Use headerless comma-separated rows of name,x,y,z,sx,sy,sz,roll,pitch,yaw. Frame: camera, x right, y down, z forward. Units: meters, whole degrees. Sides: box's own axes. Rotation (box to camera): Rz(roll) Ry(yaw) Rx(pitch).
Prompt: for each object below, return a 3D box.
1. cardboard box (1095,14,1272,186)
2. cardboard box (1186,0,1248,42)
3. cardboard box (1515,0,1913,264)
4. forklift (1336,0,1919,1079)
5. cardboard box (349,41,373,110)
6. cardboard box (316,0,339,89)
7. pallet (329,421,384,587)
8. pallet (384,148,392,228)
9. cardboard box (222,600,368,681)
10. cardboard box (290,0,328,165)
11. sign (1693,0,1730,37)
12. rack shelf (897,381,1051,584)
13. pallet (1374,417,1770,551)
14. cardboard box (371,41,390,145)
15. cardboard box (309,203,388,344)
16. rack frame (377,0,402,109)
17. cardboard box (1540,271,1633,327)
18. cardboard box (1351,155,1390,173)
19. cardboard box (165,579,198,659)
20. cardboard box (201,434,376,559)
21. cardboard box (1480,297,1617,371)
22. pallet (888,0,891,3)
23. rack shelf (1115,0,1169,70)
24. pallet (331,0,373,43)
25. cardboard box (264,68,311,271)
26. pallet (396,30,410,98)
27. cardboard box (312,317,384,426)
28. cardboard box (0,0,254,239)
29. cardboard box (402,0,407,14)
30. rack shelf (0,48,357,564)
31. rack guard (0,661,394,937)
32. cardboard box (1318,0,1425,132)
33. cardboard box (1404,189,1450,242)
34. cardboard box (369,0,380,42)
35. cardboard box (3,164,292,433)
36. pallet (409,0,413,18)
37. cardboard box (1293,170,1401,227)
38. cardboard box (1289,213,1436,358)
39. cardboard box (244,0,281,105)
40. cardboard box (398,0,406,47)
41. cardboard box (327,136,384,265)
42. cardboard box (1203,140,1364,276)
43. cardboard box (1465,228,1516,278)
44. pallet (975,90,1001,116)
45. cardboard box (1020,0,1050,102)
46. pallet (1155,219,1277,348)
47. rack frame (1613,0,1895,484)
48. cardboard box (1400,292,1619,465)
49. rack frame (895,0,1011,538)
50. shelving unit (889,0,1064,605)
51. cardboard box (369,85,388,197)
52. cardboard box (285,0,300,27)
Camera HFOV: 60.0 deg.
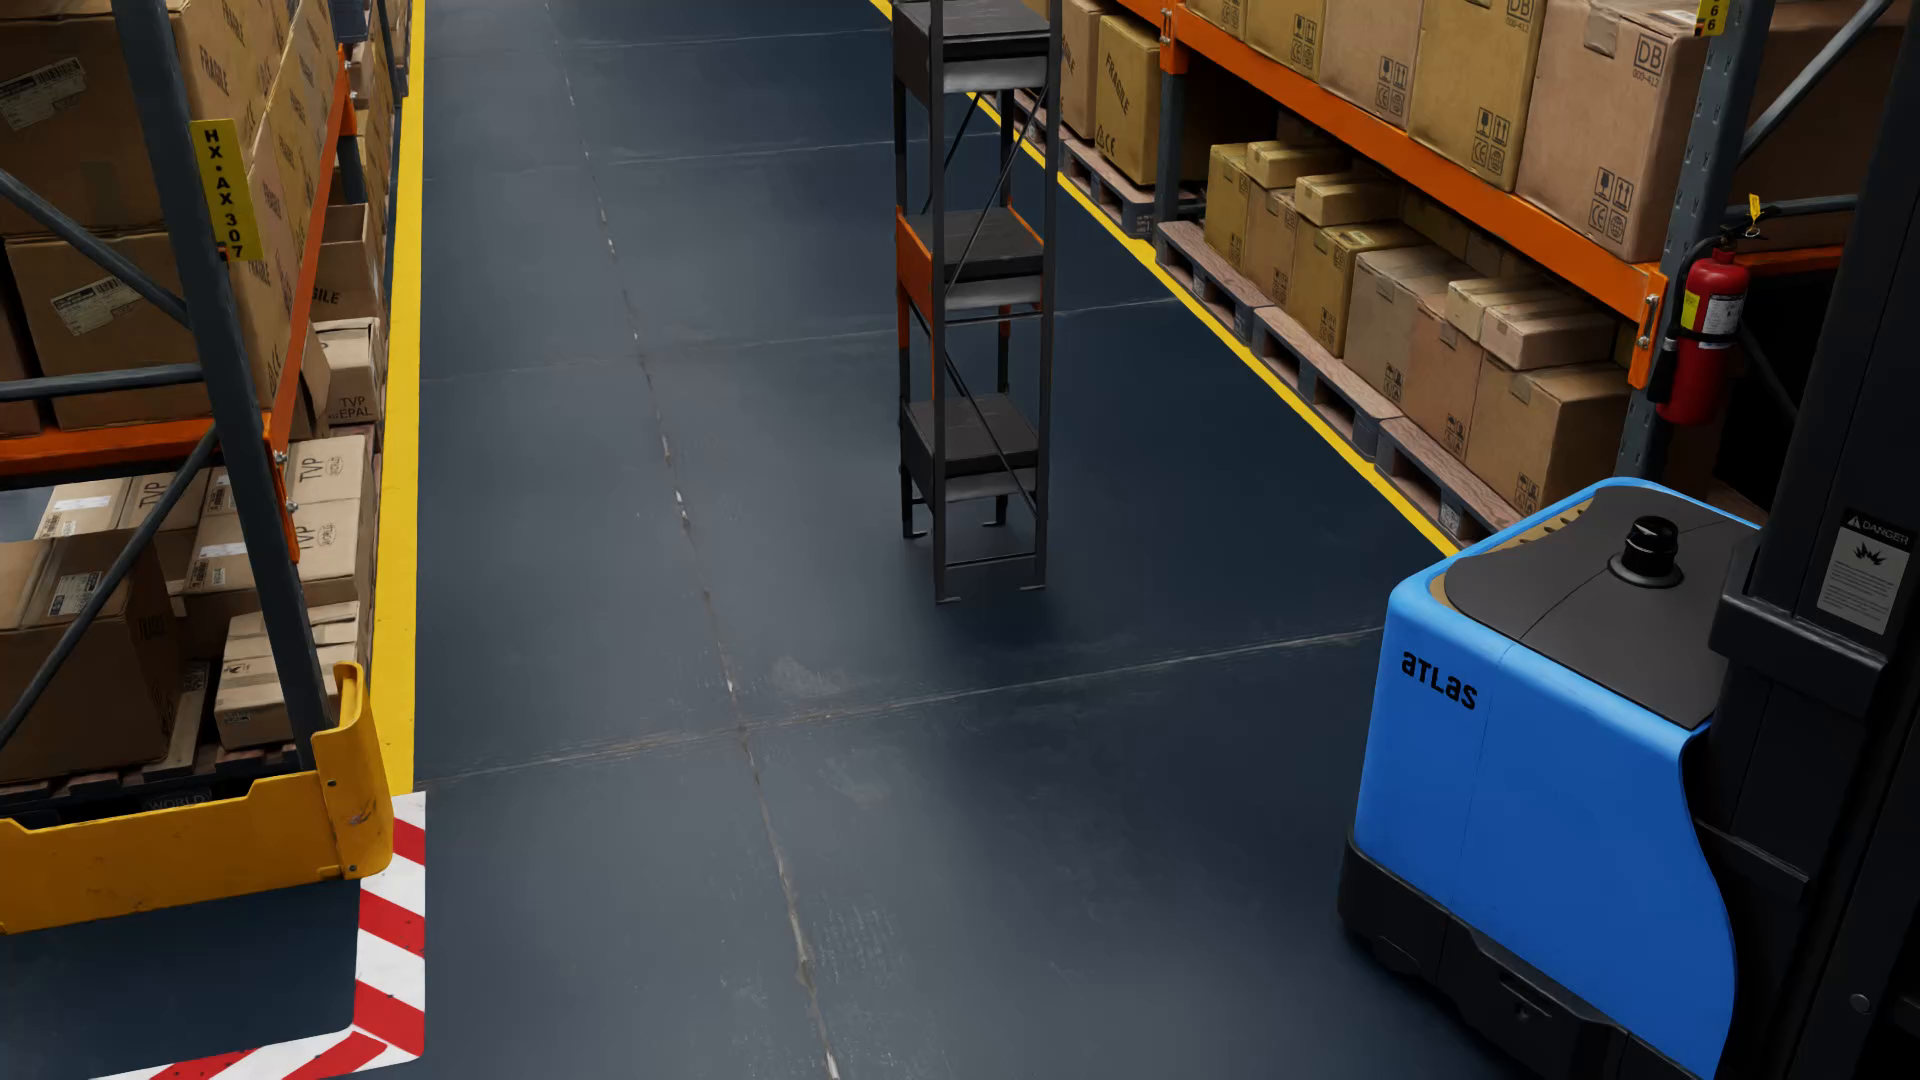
cardboard box,1.238,-2.478,9.263,0.750,0.750,0.750,-7,31,-13
cardboard box,1.664,-2.795,7.786,0.980,0.700,0.700,-7,31,-13
cardboard box,2.453,-1.373,5.328,0.980,0.700,0.700,-6,31,-11
forklift,2.306,0.199,2.980,1.130,2.935,3.031,-22,36,-32
cardboard box,-3.398,-2.451,8.798,0.500,0.250,0.500,-8,31,-13
cardboard box,-2.859,-2.105,6.793,0.500,0.500,0.500,-7,31,-12
pallet,-2.730,-0.140,6.282,1.003,0.211,1.213,-8,31,-13
pallet,-3.819,-2.040,9.565,1.003,0.211,1.213,-8,31,-13
cardboard box,-2.024,0.330,5.075,0.380,0.166,0.250,-8,31,-13
cardboard box,-2.582,-1.609,5.935,0.500,0.500,0.500,-7,31,-12
sign,2.071,-1.536,4.517,0.100,0.325,0.005,-8,31,-13
rack shelf,0.044,-0.211,5.943,0.431,0.518,0.480,-8,31,-13
pallet,2.310,-0.167,6.327,1.003,0.211,1.213,-8,31,-13
cardboard box,-3.689,-2.639,9.872,0.500,0.500,0.500,-9,31,-15
cardboard box,-2.814,-1.140,7.282,0.500,0.500,0.500,-8,31,-13
rack frame,-4.301,-4.201,10.514,1.000,3.000,0.127,-8,31,-13
cardboard box,2.406,-0.914,6.263,0.380,0.149,0.250,-8,31,-13
cardboard box,2.001,-1.651,7.536,0.380,0.149,0.250,-9,31,-15
cardboard box,-2.580,0.261,5.194,0.380,0.166,0.250,-8,31,-13
cardboard box,-2.314,-0.121,5.770,0.500,0.250,0.500,-8,31,-13
cardboard box,2.106,-0.741,5.964,0.380,0.149,0.250,-8,31,-14
pallet,-0.052,-4.620,14.022,1.003,0.211,1.213,-8,31,-13
rack shelf,1.005,-3.584,10.166,1.077,0.370,4.000,-8,31,-13
pallet,-3.346,-2.587,7.916,1.003,0.211,1.213,-8,31,-13
cardboard box,-2.313,-1.121,5.093,0.500,0.500,0.500,-8,31,-13
pallet,-4.482,-3.397,11.908,1.003,0.211,1.213,-8,31,-13
cardboard box,-2.615,-0.696,6.703,0.500,0.311,0.500,-8,31,-13
cardboard box,-2.041,-1.063,3.994,0.500,0.500,0.500,-7,31,-12
cardboard box,-4.570,-4.226,12.882,0.500,0.250,0.500,-7,31,-12
rack shelf,-2.708,-0.992,5.688,1.077,0.370,4.000,-8,31,-13
rack guard,-2.198,0.708,4.528,1.175,0.500,0.348,-8,31,-13
cardboard box,2.055,-2.092,6.570,0.980,0.700,0.700,-9,31,-16
cardboard box,2.136,-1.404,7.110,0.380,0.149,0.250,-8,31,-14
cardboard box,-3.807,-3.187,10.070,0.500,0.250,0.500,-7,31,-11
cardboard box,-2.041,-0.630,4.244,0.500,0.500,0.500,-7,31,-12
pallet,-5.129,-4.576,13.944,1.003,0.211,1.213,-8,31,-13
cardboard box,1.689,-1.494,7.265,0.380,0.149,0.250,-9,31,-15
cardboard box,1.900,-1.164,7.342,0.700,0.500,0.500,-7,31,-12
cardboard box,-2.315,-1.556,4.847,0.500,0.500,0.500,-7,31,-13
cardboard box,-4.291,-3.728,12.021,0.500,0.250,0.500,-9,31,-15
cardboard box,-3.133,-1.644,8.152,0.500,0.500,0.500,-9,31,-16
cardboard box,1.636,-1.655,8.191,0.700,0.500,0.500,-7,31,-13
cardboard box,2.272,-1.158,6.684,0.380,0.149,0.250,-7,31,-13
pallet,0.611,-3.264,11.678,1.003,0.211,1.213,-8,31,-13
cardboard box,0.769,-3.316,10.712,0.750,0.750,0.750,-8,31,-14
pallet,1.662,-1.345,8.363,1.003,0.211,1.213,-8,31,-13
rack frame,2.598,-0.998,4.980,1.000,3.000,0.127,-8,31,-13
cardboard box,2.183,-0.664,6.479,0.700,0.500,0.500,-8,31,-13
rack frame,-0.021,-0.947,5.789,0.400,2.100,0.015,-8,31,-13
shelving unit,0.044,-0.829,5.586,0.431,2.100,0.503,-8,31,-13
cardboard box,-3.410,-2.142,9.013,0.500,0.500,0.500,-7,31,-13
cardboard box,-2.583,-2.045,5.691,0.500,0.500,0.500,-8,31,-13
